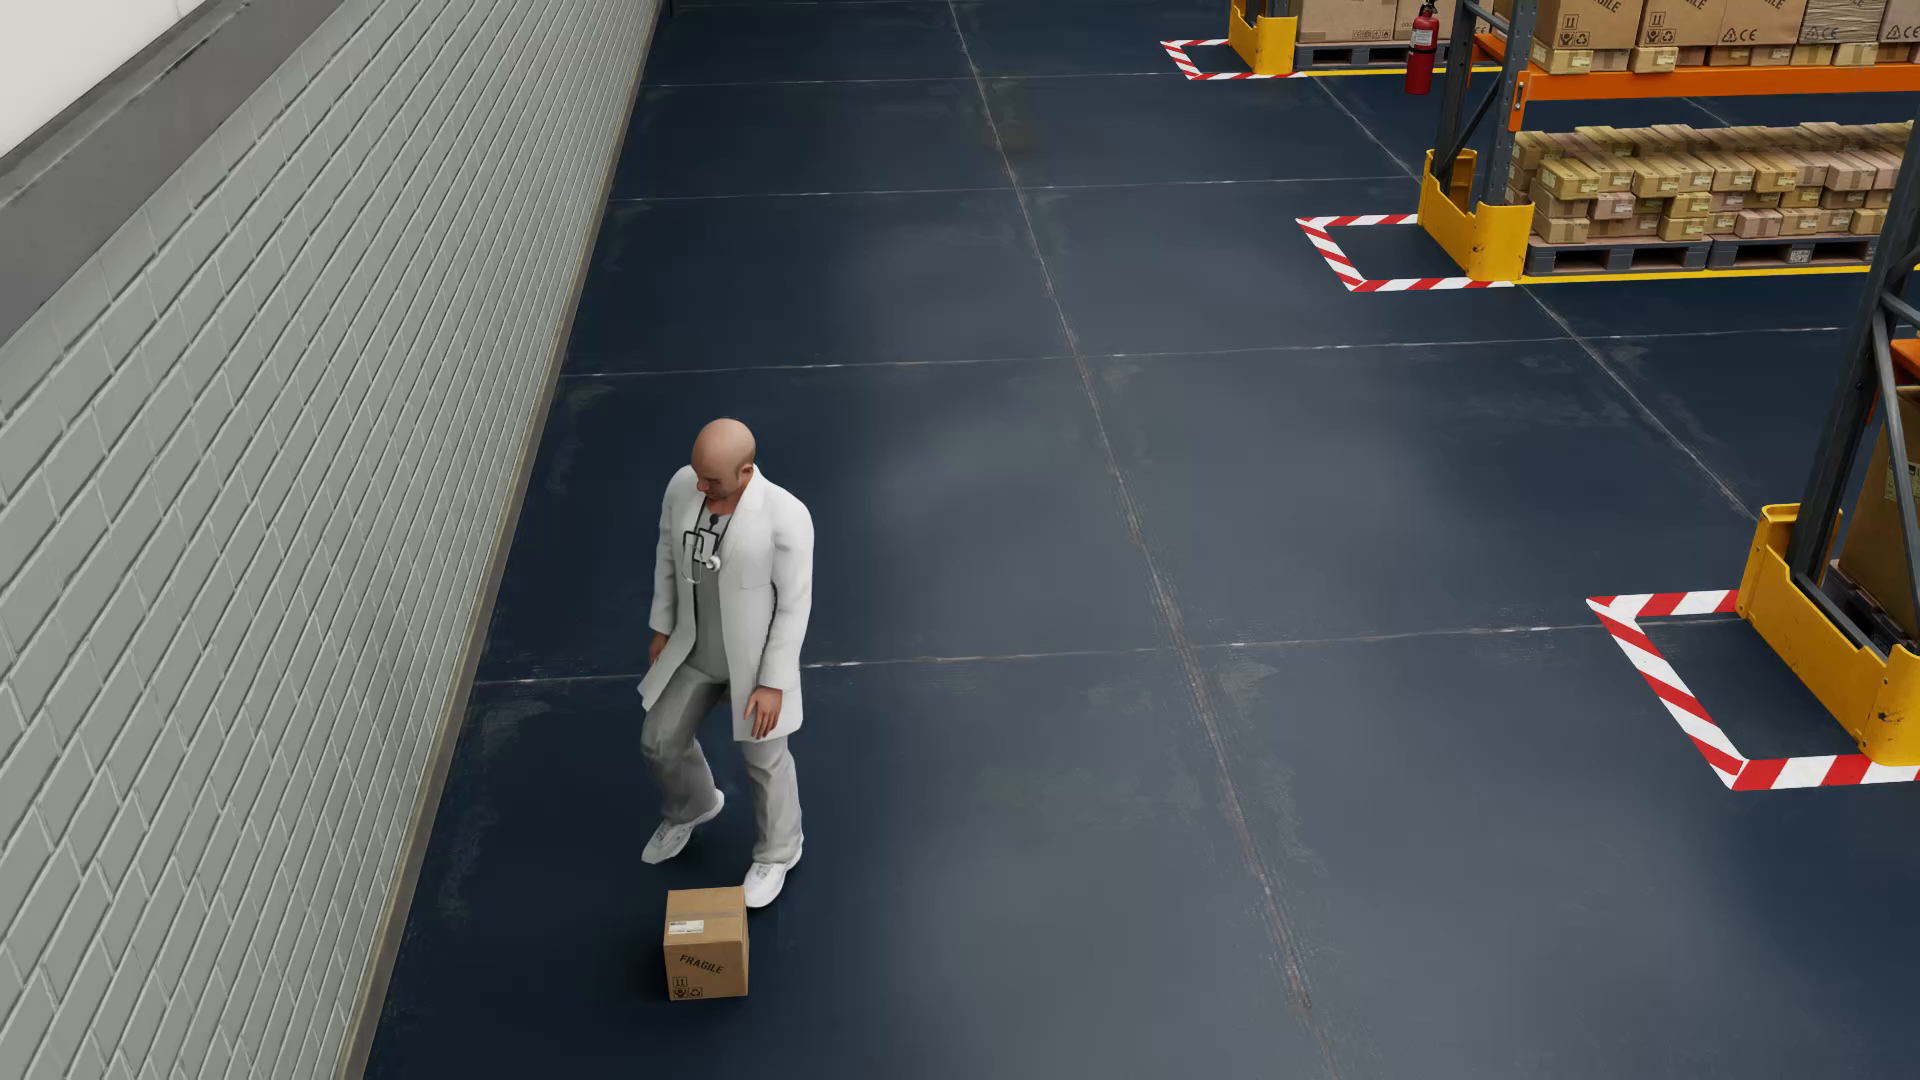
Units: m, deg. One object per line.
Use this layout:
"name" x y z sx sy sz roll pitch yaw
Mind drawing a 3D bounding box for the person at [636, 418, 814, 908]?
"person" -0.799 0.411 5.471 0.690 1.818 0.405 14 33 22
